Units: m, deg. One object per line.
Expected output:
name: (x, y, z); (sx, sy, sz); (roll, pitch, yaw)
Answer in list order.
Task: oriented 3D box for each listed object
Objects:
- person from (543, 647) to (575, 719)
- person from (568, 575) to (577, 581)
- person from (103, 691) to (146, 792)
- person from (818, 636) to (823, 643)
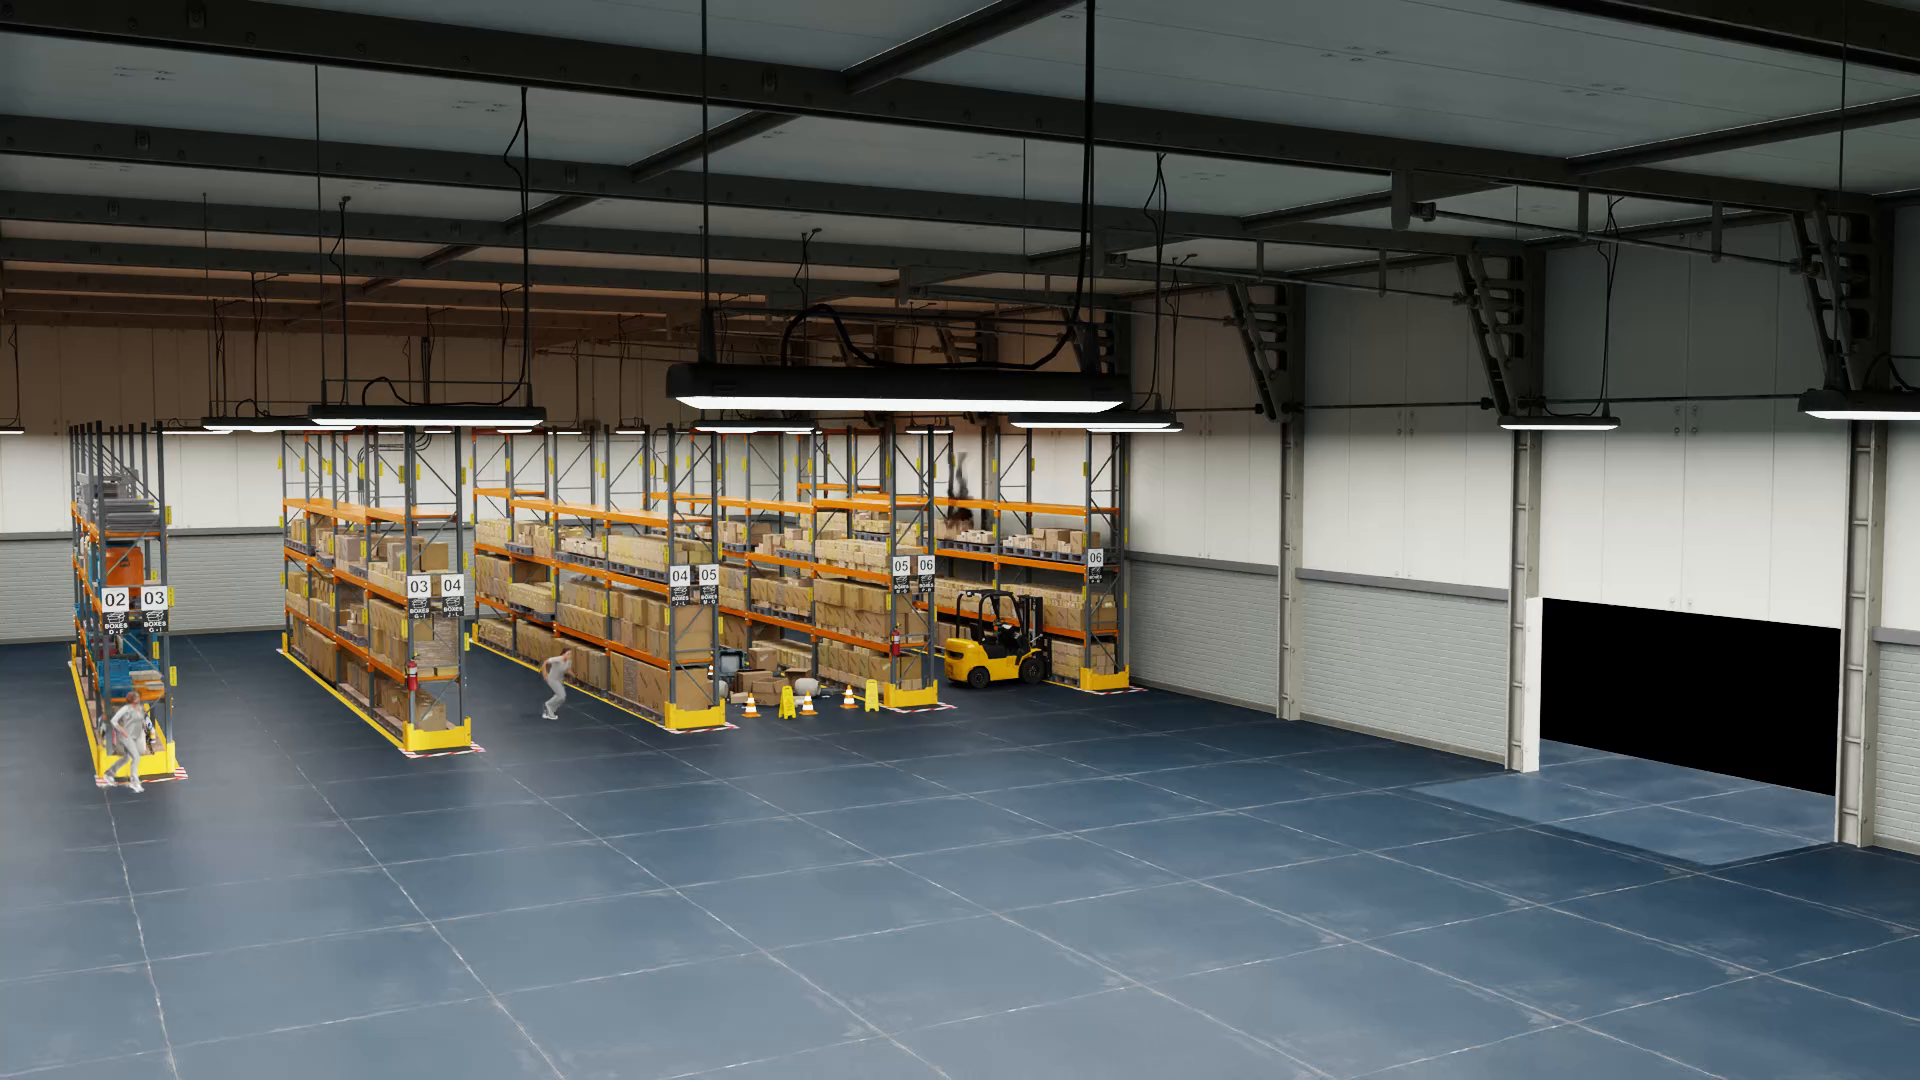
person: (-8.144, 2.896, 33.617); (0.821, 1.503, 0.590); (2, 4, 29)
person: (-11.424, 1.861, 49.527); (0.779, 1.666, 0.614); (-3, 4, -38)
person: (-13.536, 3.257, 27.027); (0.750, 1.628, 0.542); (0, 4, 5)
person: (-3.485, 2.193, 43.323); (0.661, 1.757, 0.878); (-2, 4, -28)
